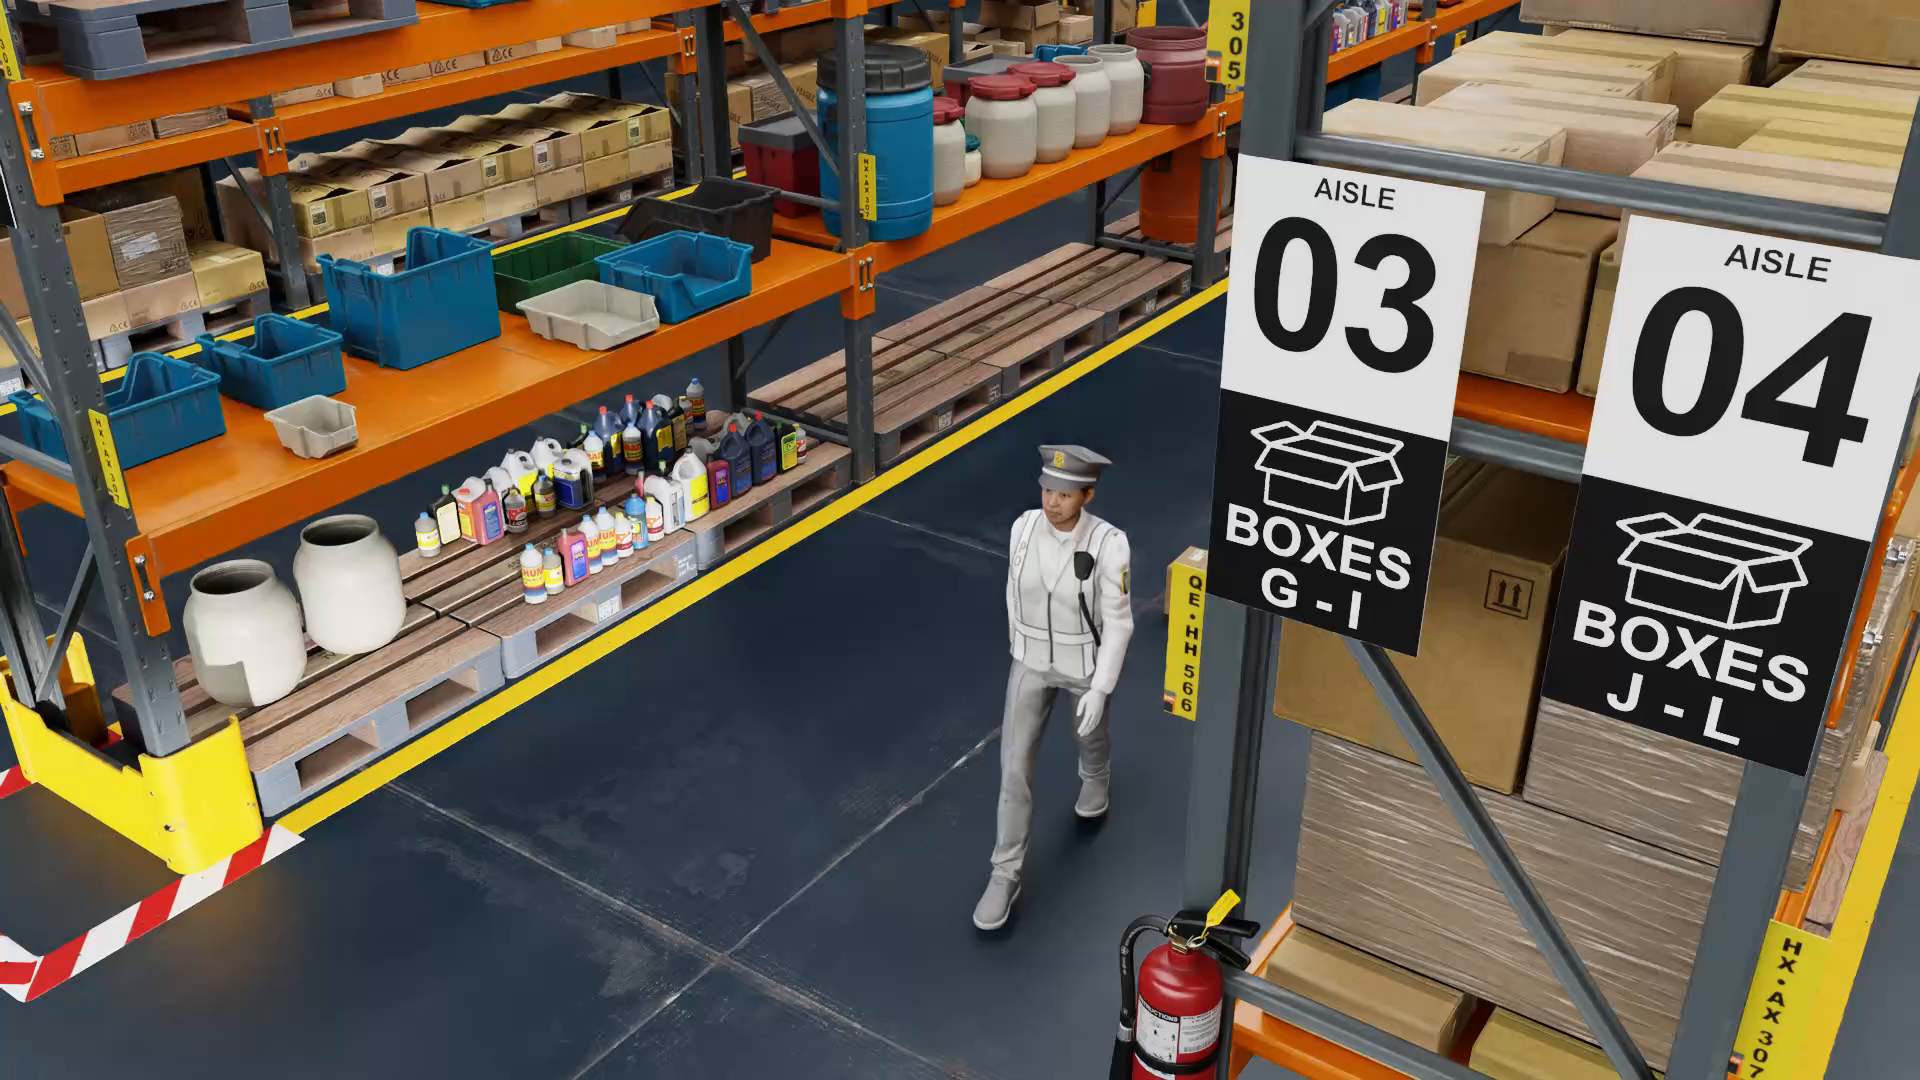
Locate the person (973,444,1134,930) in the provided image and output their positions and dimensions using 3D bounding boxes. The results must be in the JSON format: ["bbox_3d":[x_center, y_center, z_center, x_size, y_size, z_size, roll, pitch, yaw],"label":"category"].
[{"bbox_3d":[0.344,0.429,5.714,0.496,1.620,1.018,9,29,18],"label":"person"}]
